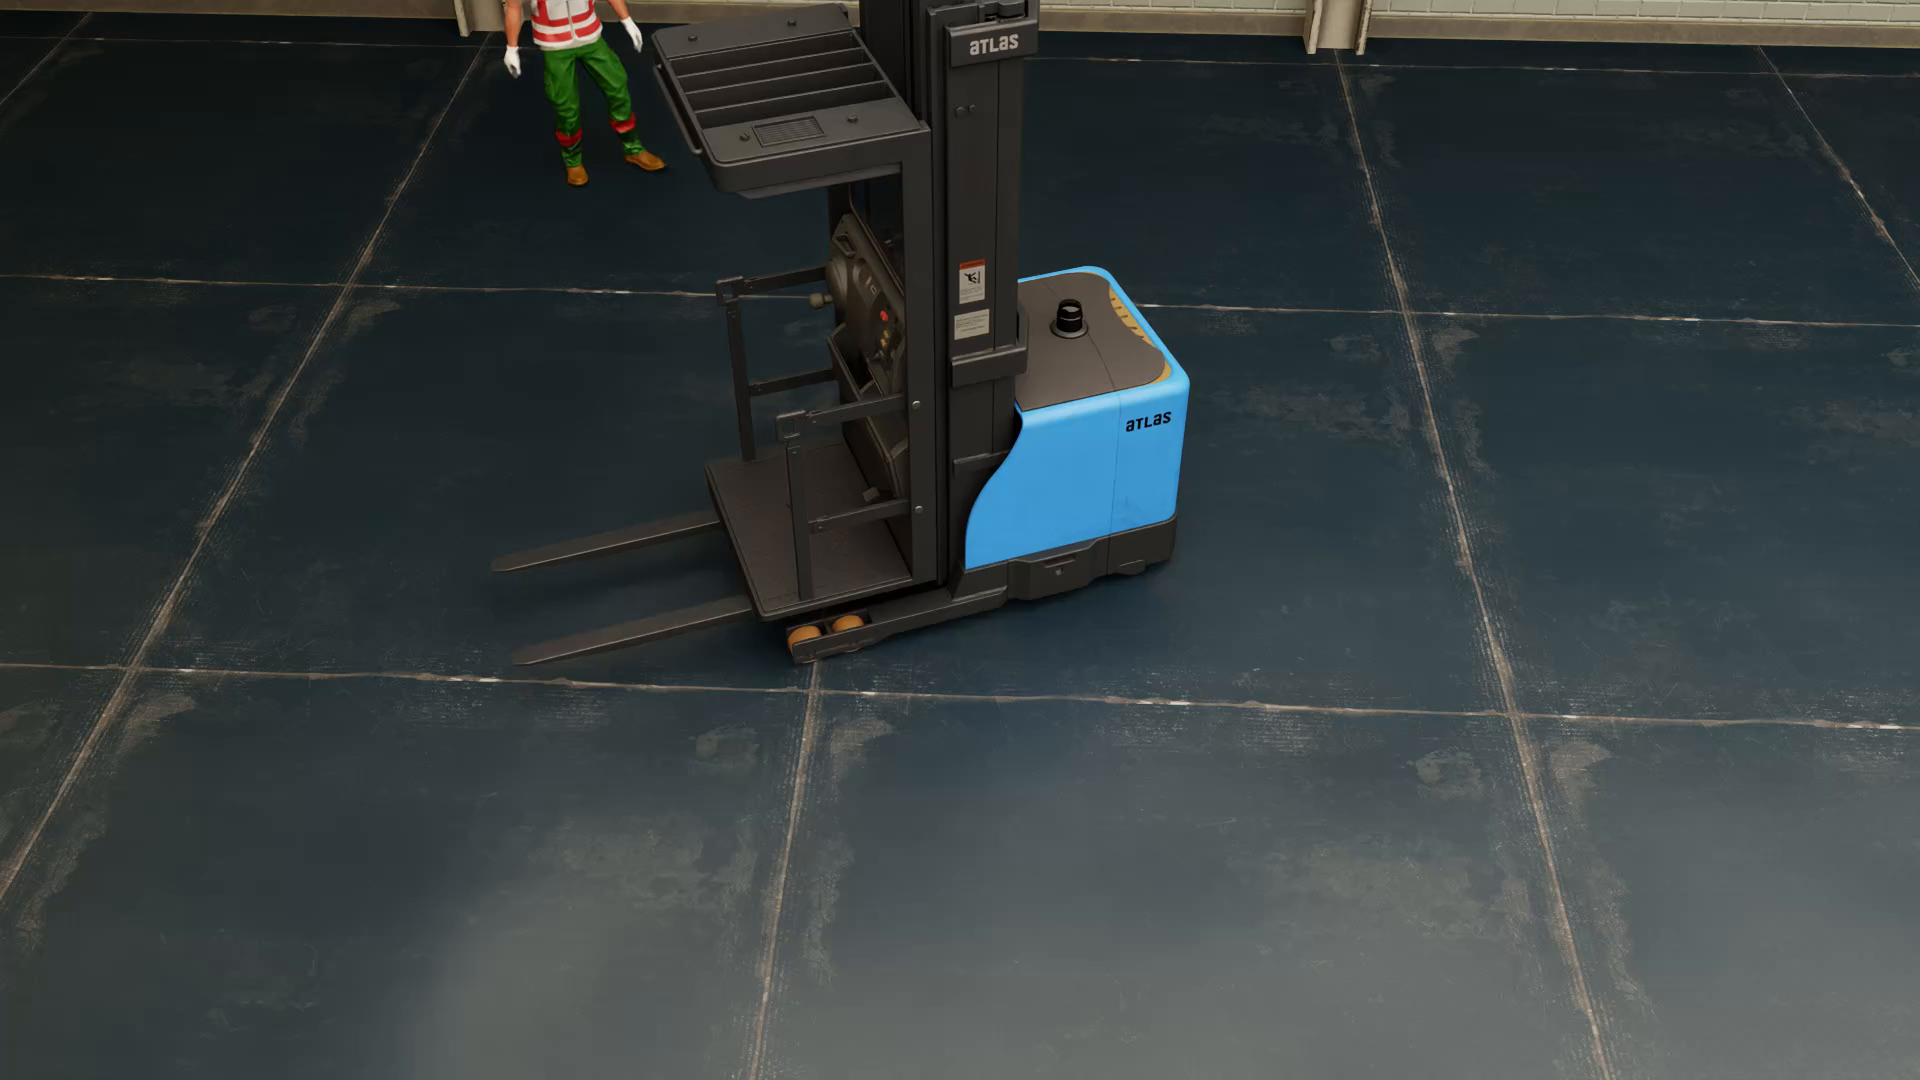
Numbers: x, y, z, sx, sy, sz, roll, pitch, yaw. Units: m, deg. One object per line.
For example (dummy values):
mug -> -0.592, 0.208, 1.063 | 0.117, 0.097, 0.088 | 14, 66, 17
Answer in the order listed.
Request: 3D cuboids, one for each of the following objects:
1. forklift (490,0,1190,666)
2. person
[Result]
forklift -> -0.573, -0.945, 6.778 | 3.031, 2.935, 1.130 | -13, 44, -14
person -> -2.278, -2.937, 9.833 | 0.818, 1.755, 0.420 | -22, 47, -22
